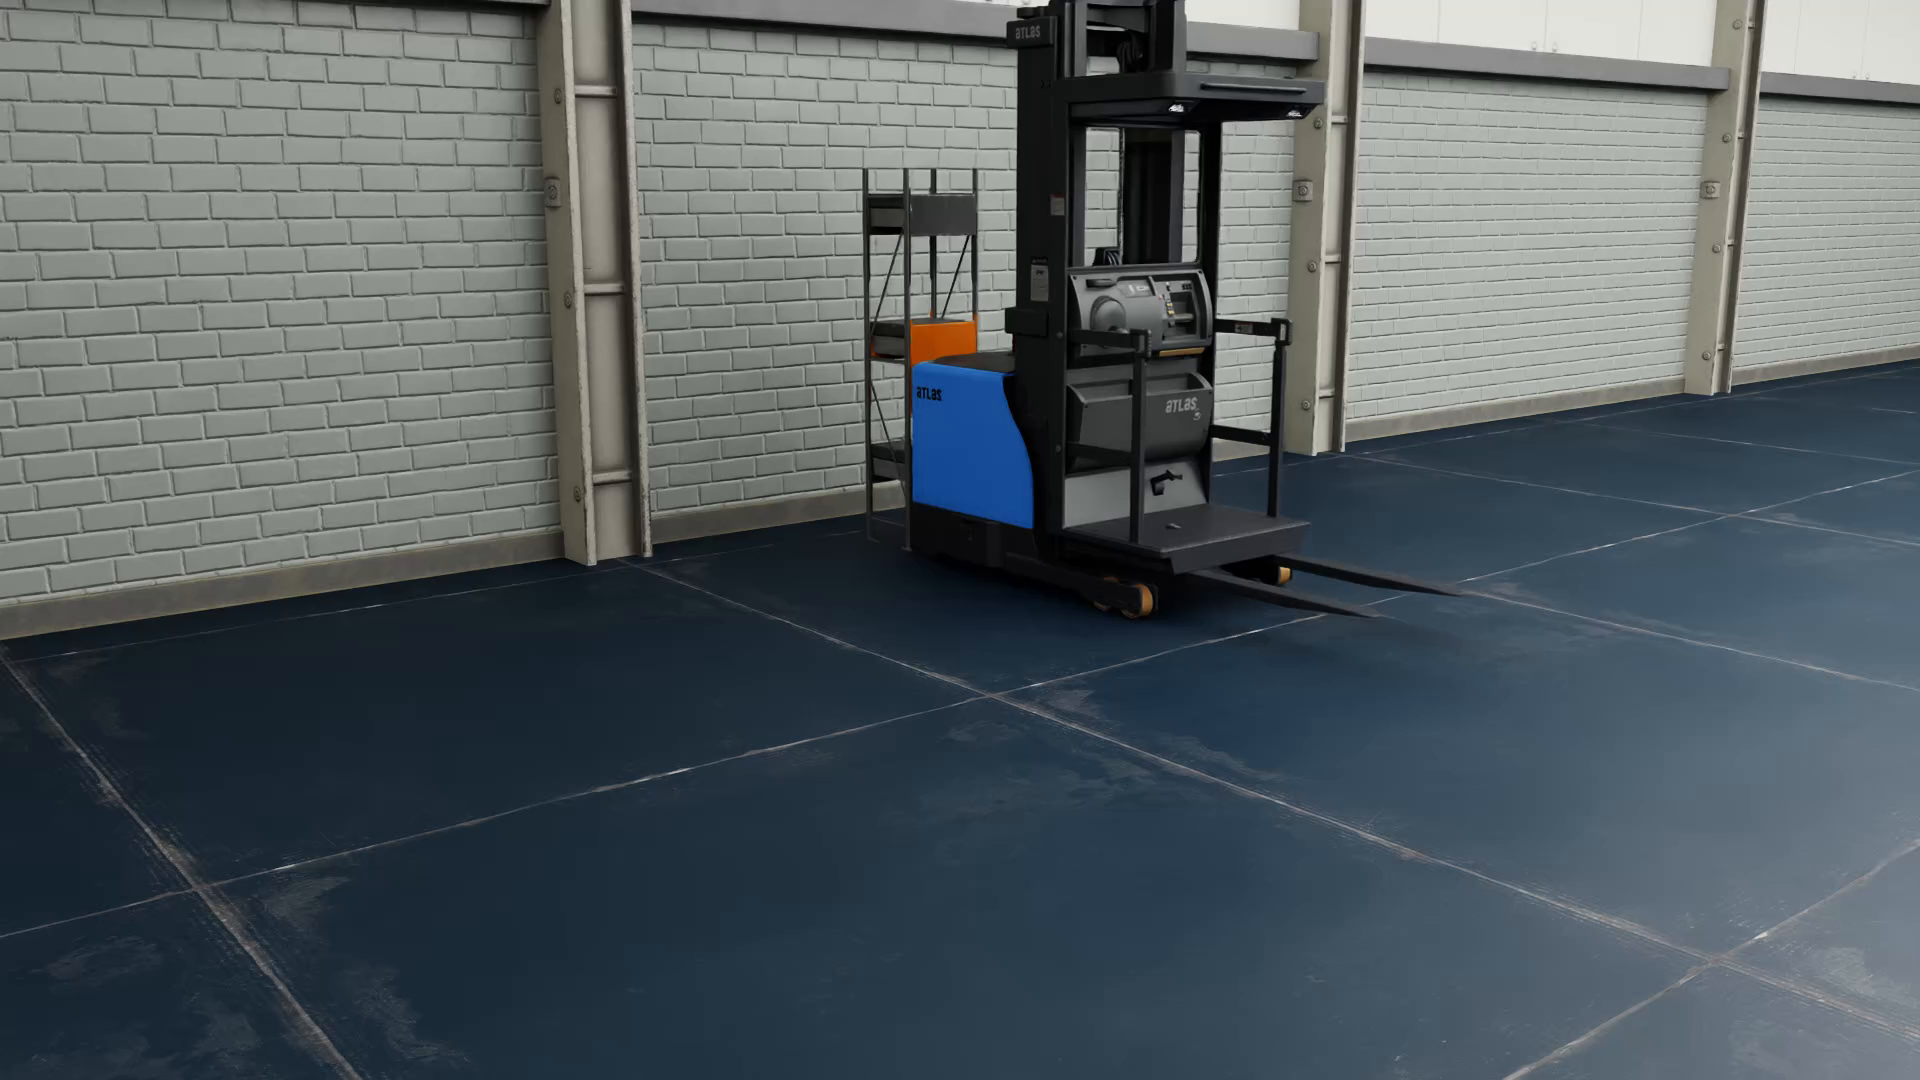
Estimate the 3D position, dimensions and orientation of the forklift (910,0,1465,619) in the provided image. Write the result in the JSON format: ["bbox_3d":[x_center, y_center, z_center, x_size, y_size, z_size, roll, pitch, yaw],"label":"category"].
[{"bbox_3d":[1.044,-1.178,8.120,1.130,2.935,3.031,-10,15,-38],"label":"forklift"}]

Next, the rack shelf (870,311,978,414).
[{"bbox_3d":[-0.219,-1.014,9.416,0.480,0.518,0.431,-10,16,-39],"label":"rack shelf"}]

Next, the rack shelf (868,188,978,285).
[{"bbox_3d":[-0.219,-1.699,9.270,0.480,0.518,0.431,-10,16,-39],"label":"rack shelf"}]

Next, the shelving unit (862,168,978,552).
[{"bbox_3d":[-0.219,-1.028,9.413,0.503,2.100,0.431,-10,16,-39],"label":"shelving unit"}]

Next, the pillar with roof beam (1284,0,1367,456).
[{"bbox_3d":[5.423,-4.393,8.654,0.400,9.000,9.100,-9,15,-38],"label":"pillar with roof beam"}]

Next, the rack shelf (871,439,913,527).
[{"bbox_3d":[-0.219,-0.329,9.561,0.480,0.518,0.431,-10,16,-39],"label":"rack shelf"}]

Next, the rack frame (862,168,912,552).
[{"bbox_3d":[-0.405,-0.995,9.259,0.015,2.100,0.400,-10,16,-39],"label":"rack frame"}]

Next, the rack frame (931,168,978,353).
[{"bbox_3d":[-0.032,-1.060,9.567,0.015,2.100,0.400,-10,16,-39],"label":"rack frame"}]
